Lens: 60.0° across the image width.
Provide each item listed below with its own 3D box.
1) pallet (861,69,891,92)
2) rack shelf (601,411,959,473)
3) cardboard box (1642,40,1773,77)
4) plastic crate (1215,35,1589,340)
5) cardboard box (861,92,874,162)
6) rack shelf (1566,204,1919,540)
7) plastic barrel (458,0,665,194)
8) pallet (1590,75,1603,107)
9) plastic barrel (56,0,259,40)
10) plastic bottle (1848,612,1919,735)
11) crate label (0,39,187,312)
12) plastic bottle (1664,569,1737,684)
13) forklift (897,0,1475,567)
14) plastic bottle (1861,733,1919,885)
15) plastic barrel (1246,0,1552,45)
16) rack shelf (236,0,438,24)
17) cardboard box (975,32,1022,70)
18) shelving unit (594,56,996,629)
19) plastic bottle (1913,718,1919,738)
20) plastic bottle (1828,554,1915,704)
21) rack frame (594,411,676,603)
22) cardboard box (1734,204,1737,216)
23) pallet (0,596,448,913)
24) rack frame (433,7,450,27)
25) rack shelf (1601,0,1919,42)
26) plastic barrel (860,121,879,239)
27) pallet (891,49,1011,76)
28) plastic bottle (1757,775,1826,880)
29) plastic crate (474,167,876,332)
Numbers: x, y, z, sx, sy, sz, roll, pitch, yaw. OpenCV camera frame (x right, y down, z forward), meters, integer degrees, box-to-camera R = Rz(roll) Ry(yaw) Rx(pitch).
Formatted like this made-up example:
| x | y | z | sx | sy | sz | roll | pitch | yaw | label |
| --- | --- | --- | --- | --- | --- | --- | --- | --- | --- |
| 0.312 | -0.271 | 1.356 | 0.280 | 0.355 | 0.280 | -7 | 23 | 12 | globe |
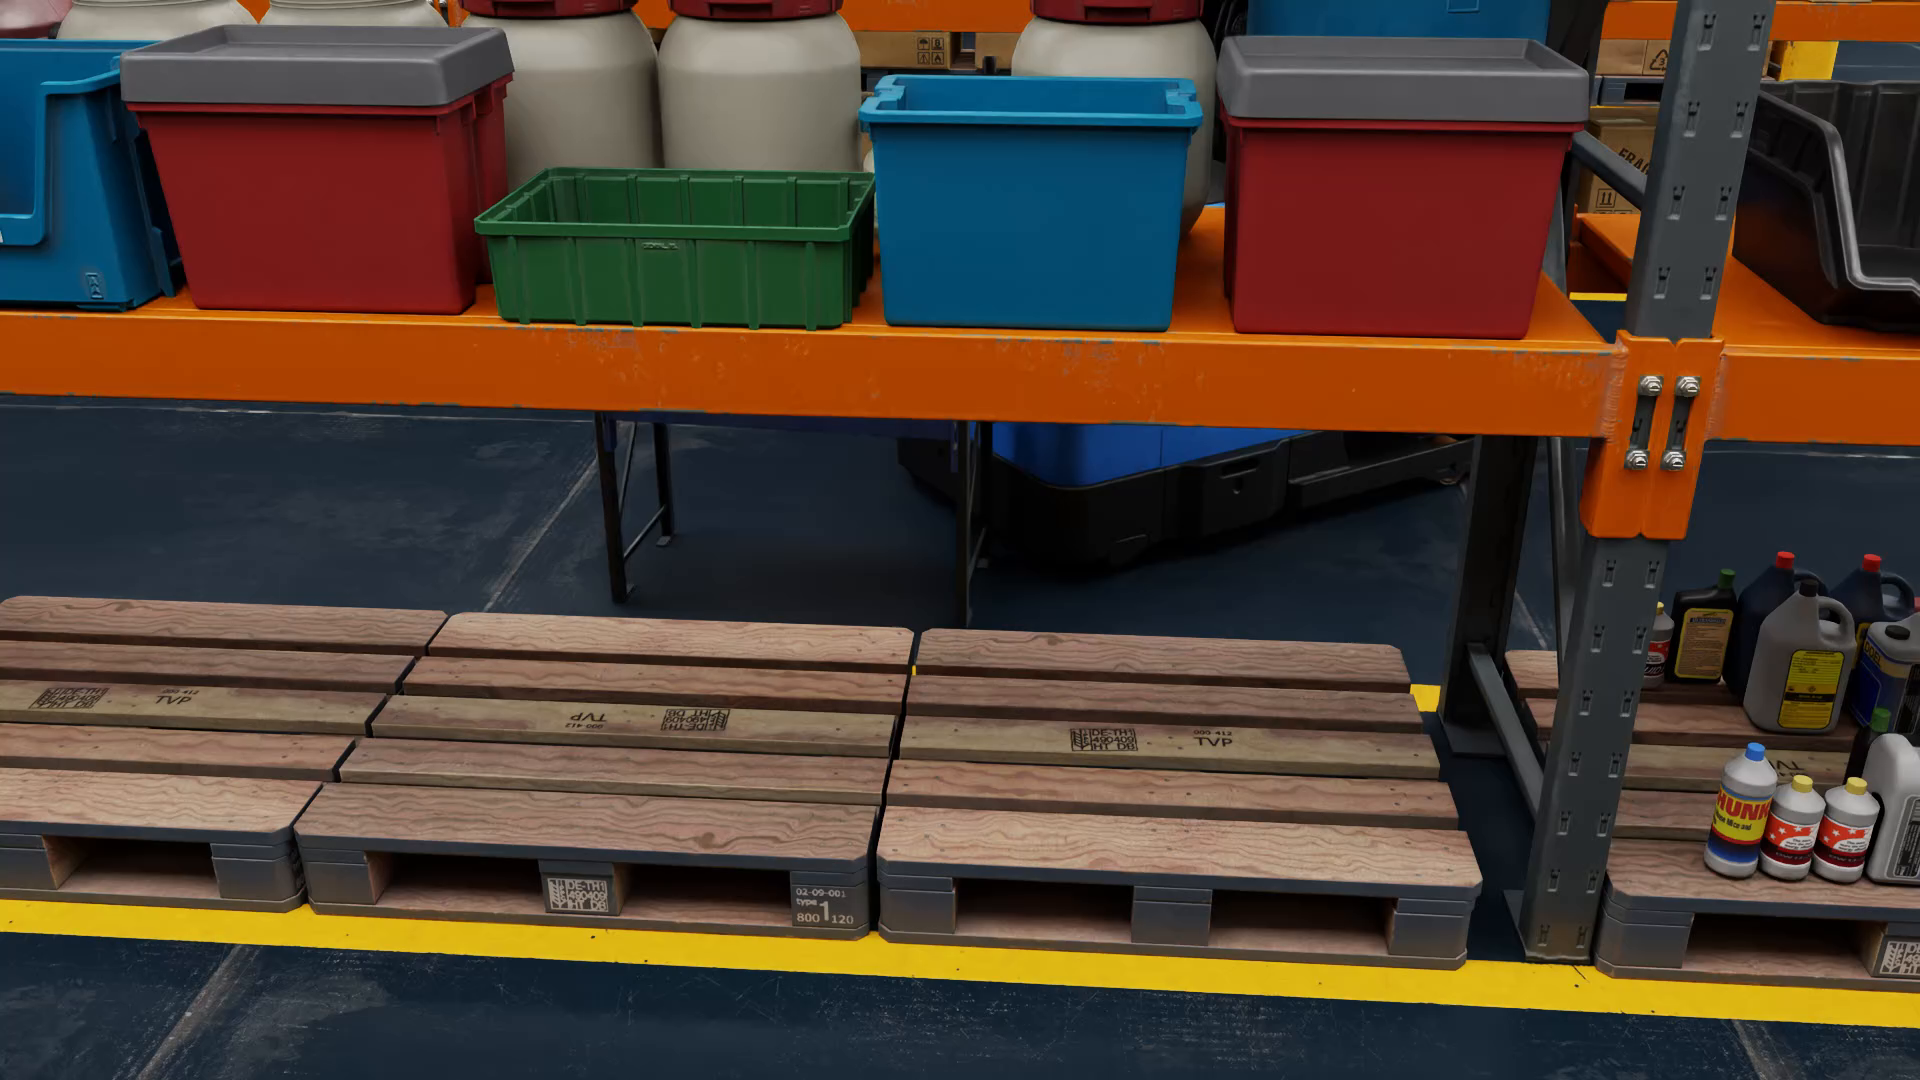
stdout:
| x | y | z | sx | sy | sz | roll | pitch | yaw | label |
| --- | --- | --- | --- | --- | --- | --- | --- | --- | --- |
| -1.096 | -3.643 | 12.915 | 1.213 | 0.211 | 1.003 | 2 | 25 | 4 | pallet |
| -0.458 | -0.403 | 4.763 | 1.000 | 0.185 | 0.538 | 4 | 25 | 8 | rack shelf |
| 5.419 | -3.931 | 12.243 | 0.875 | 0.875 | 0.875 | 2 | 25 | 4 | cardboard box |
| 0.746 | -0.628 | 2.949 | 0.583 | 0.464 | 0.402 | 2 | 25 | 4 | plastic crate |
| -0.567 | -1.926 | 8.312 | 0.500 | 0.500 | 0.700 | 4 | 25 | 8 | cardboard box |
| 3.247 | -0.320 | 3.217 | 4.000 | 0.370 | 1.077 | 2 | 25 | 4 | rack shelf |
| -0.847 | -0.932 | 3.523 | 0.433 | 0.535 | 0.433 | 0 | 25 | 0 | plastic barrel |
| 4.084 | -3.477 | 12.554 | 1.213 | 0.211 | 1.003 | 2 | 25 | 4 | pallet |
| -1.694 | -0.945 | 3.582 | 0.421 | 0.512 | 0.421 | 0 | 25 | 0 | plastic barrel |
| 2.122 | 0.296 | 3.750 | 0.135 | 0.276 | 0.152 | 2 | 25 | 4 | plastic bottle |
| -1.766 | -0.710 | 3.162 | 0.616 | 0.435 | 0.502 | 2 | 25 | 4 | crate label |
| 1.758 | 0.202 | 3.947 | 0.133 | 0.283 | 0.061 | 3 | 25 | 7 | plastic bottle |
| 1.317 | -1.692 | 5.421 | 3.031 | 2.935 | 1.130 | -14 | 28 | -28 | forklift |
| 1.861 | 0.519 | 3.266 | 0.135 | 0.276 | 0.152 | 3 | 25 | 6 | plastic bottle |
| 0.891 | -1.077 | 3.402 | 0.708 | 0.901 | 0.600 | 2 | 25 | 4 | plastic barrel |
| -4.351 | -2.640 | 8.260 | 4.000 | 0.370 | 1.077 | 2 | 25 | 4 | rack shelf |
| 0.525 | -4.022 | 12.592 | 0.750 | 0.750 | 1.050 | 2 | 25 | 4 | cardboard box |
| -0.458 | -0.567 | 4.687 | 1.048 | 1.500 | 0.538 | 4 | 25 | 8 | shelving unit |
| 2.037 | 0.432 | 3.366 | 0.185 | 0.351 | 0.144 | 2 | 25 | 4 | plastic bottle |
| 2.108 | 0.200 | 3.870 | 0.185 | 0.351 | 0.144 | 1 | 25 | 1 | plastic bottle |
| -0.960 | -0.601 | 4.761 | 0.032 | 1.500 | 0.500 | 4 | 25 | 8 | rack frame |
| 3.777 | -1.762 | 7.978 | 0.500 | 0.500 | 0.500 | 4 | 25 | 9 | cardboard box |
| -1.966 | 0.469 | 3.978 | 1.213 | 0.211 | 1.003 | 2 | 25 | 4 | pallet |
| -2.356 | -2.903 | 7.970 | 0.127 | 3.000 | 1.000 | 2 | 25 | 4 | rack frame |
| 3.626 | -2.384 | 7.703 | 4.000 | 0.370 | 1.077 | 2 | 25 | 4 | rack shelf |
| -0.055 | -0.754 | 3.466 | 0.301 | 0.262 | 0.301 | 0 | 25 | 0 | plastic barrel |
| 0.117 | -3.603 | 12.828 | 1.213 | 0.211 | 1.003 | 2 | 25 | 4 | pallet |
| 1.638 | 0.557 | 3.272 | 0.097 | 0.201 | 0.097 | 0 | 25 | 0 | plastic bottle |
| -0.505 | -0.552 | 3.115 | 0.662 | 0.188 | 0.450 | 2 | 25 | 4 | plastic crate |
